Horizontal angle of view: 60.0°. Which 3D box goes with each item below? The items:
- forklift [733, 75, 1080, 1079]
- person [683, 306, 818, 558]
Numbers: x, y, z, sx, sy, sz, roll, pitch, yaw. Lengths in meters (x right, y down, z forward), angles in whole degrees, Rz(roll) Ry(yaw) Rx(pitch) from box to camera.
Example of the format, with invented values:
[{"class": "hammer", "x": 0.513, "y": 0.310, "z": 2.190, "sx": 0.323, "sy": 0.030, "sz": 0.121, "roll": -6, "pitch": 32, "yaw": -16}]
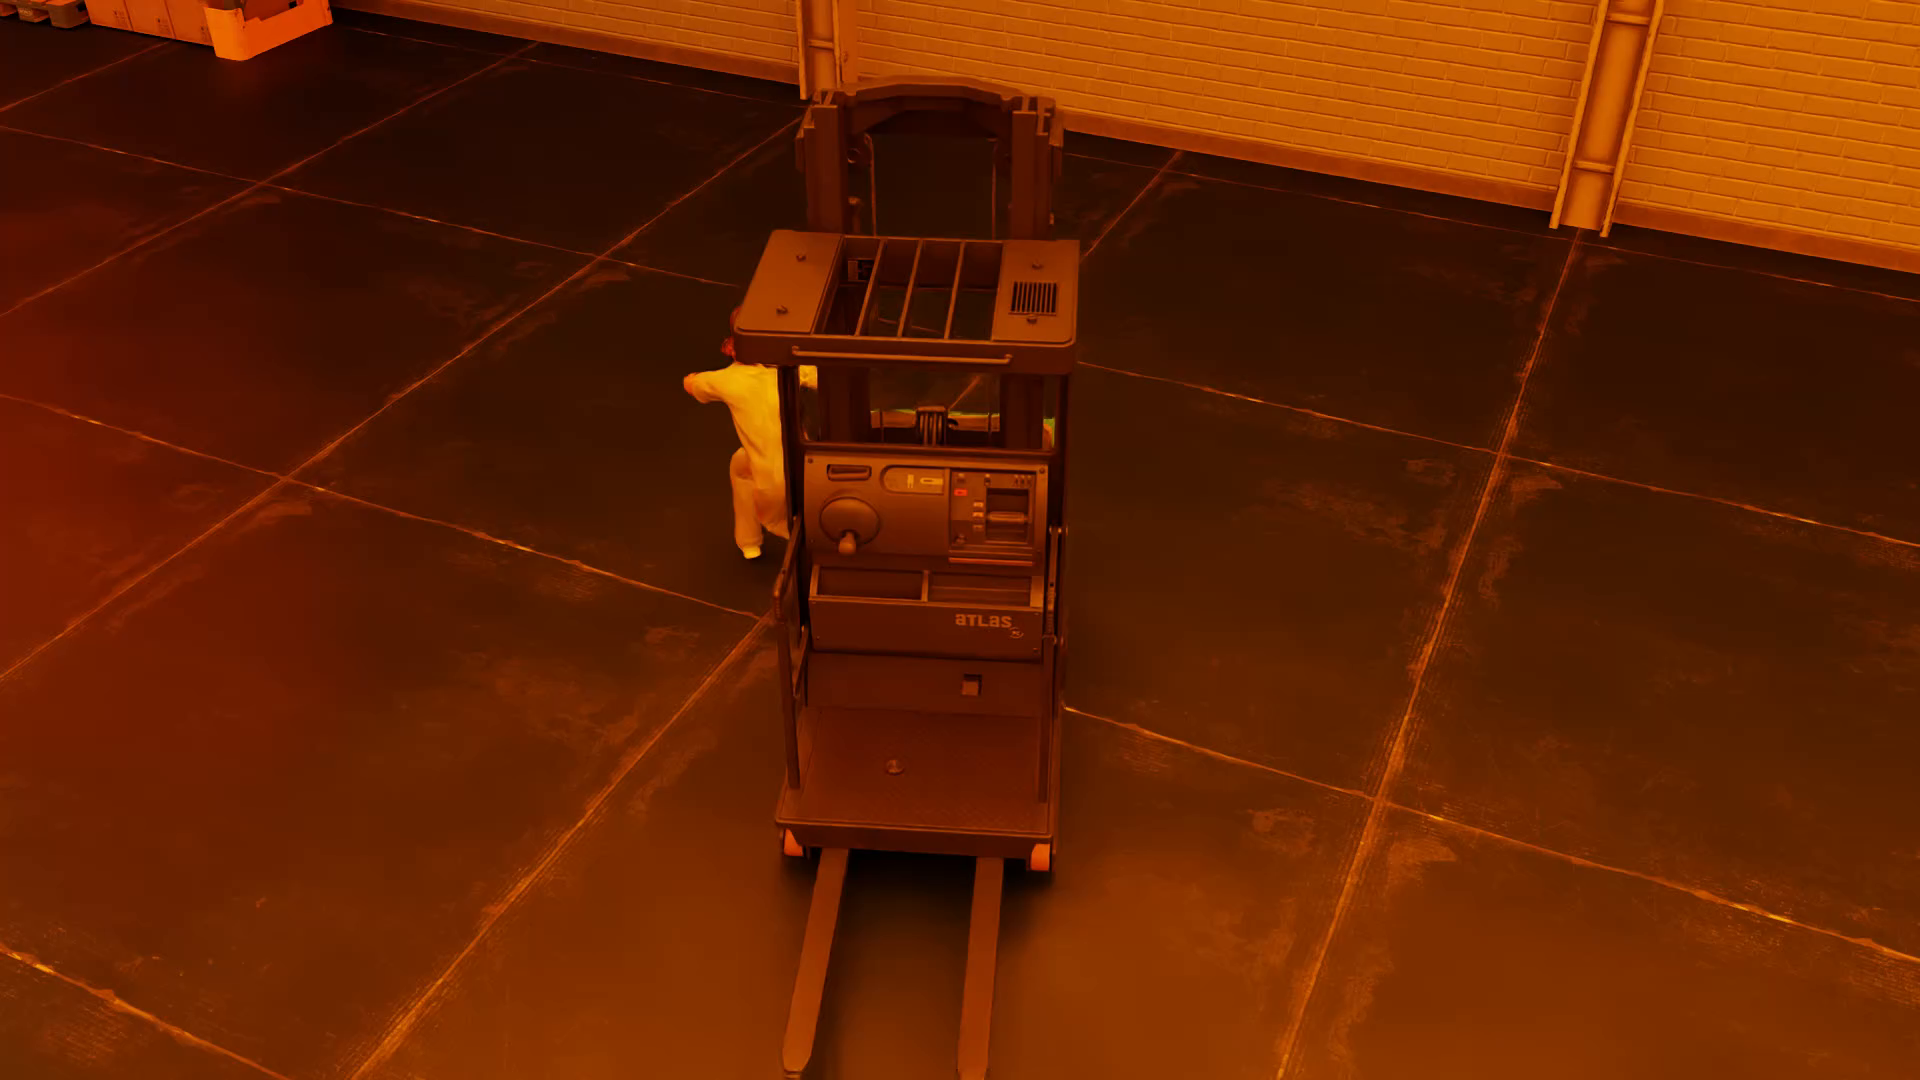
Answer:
[{"class": "forklift", "x": -0.146, "y": -0.058, "z": 6.168, "sx": 1.130, "sy": 2.935, "sz": 3.031, "roll": 3, "pitch": 36, "yaw": 4}, {"class": "person", "x": -0.886, "y": -0.543, "z": 8.176, "sx": 0.767, "sy": 1.438, "sz": 1.072, "roll": -28, "pitch": 44, "yaw": -33}]
